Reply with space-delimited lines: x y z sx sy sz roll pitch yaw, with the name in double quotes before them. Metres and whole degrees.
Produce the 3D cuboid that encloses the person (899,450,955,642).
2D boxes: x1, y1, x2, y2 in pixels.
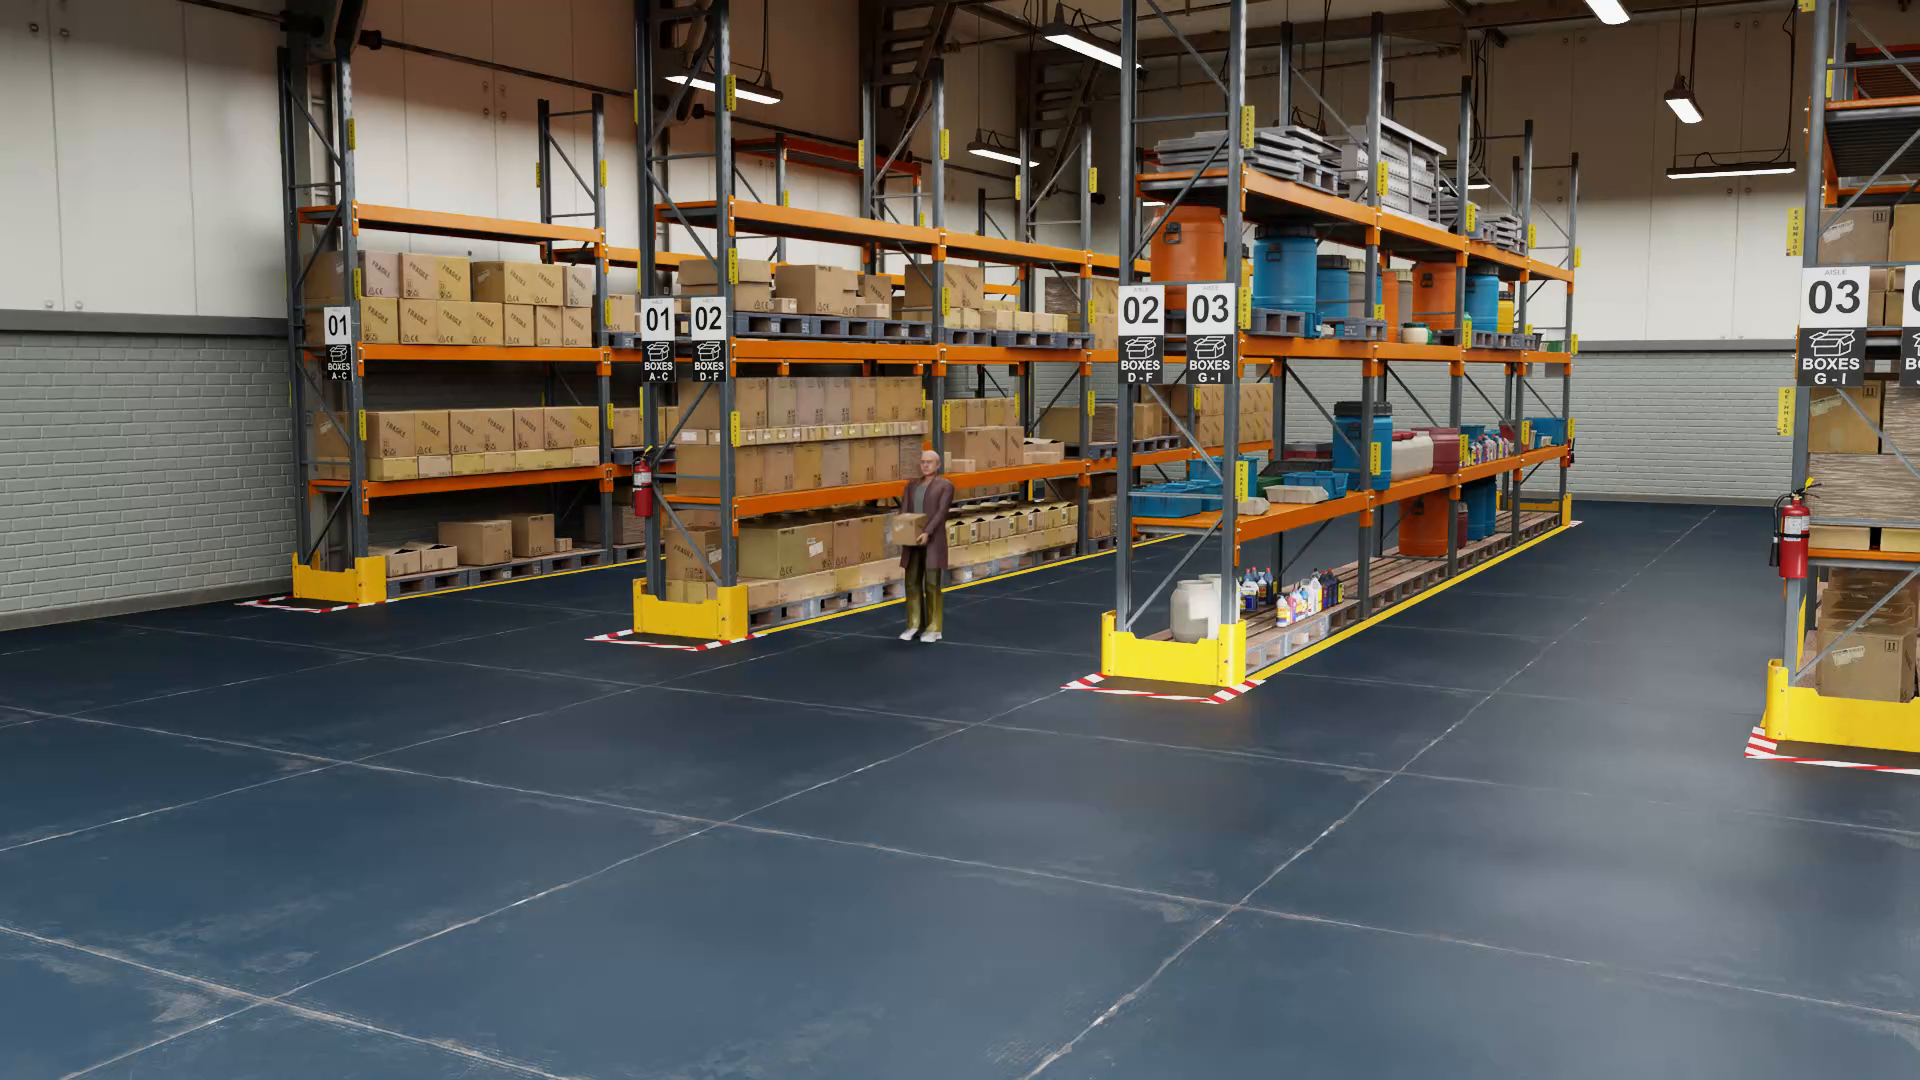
"person" -0.368 0.060 15.498 0.526 1.776 0.553 3 7 29
